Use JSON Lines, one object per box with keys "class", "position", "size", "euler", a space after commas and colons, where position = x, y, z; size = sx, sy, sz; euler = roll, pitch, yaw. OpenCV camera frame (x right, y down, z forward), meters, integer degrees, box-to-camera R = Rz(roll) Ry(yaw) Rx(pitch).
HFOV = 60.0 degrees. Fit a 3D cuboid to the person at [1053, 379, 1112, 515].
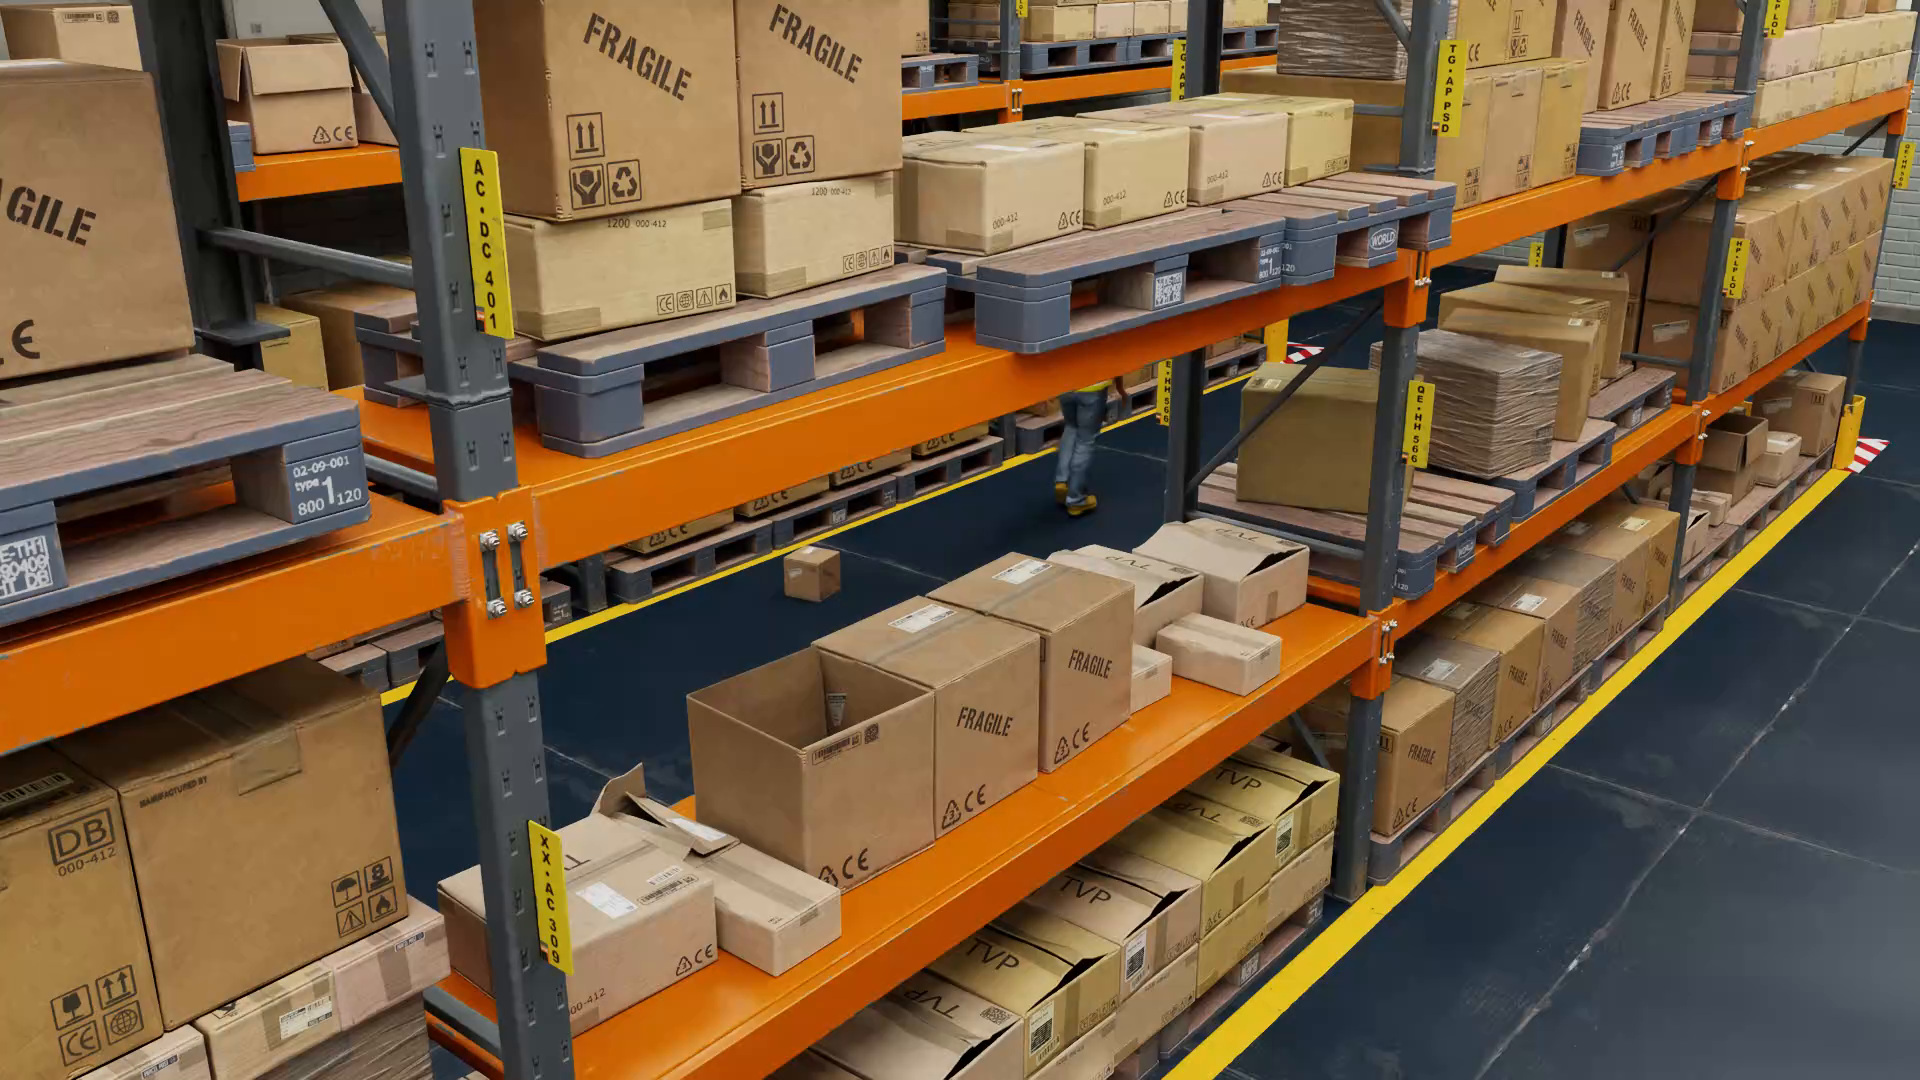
{"class": "person", "position": [4.103, 1.760, 1.665], "size": [16.431, 3.213, 14.161], "euler": [12, 23, 29]}
